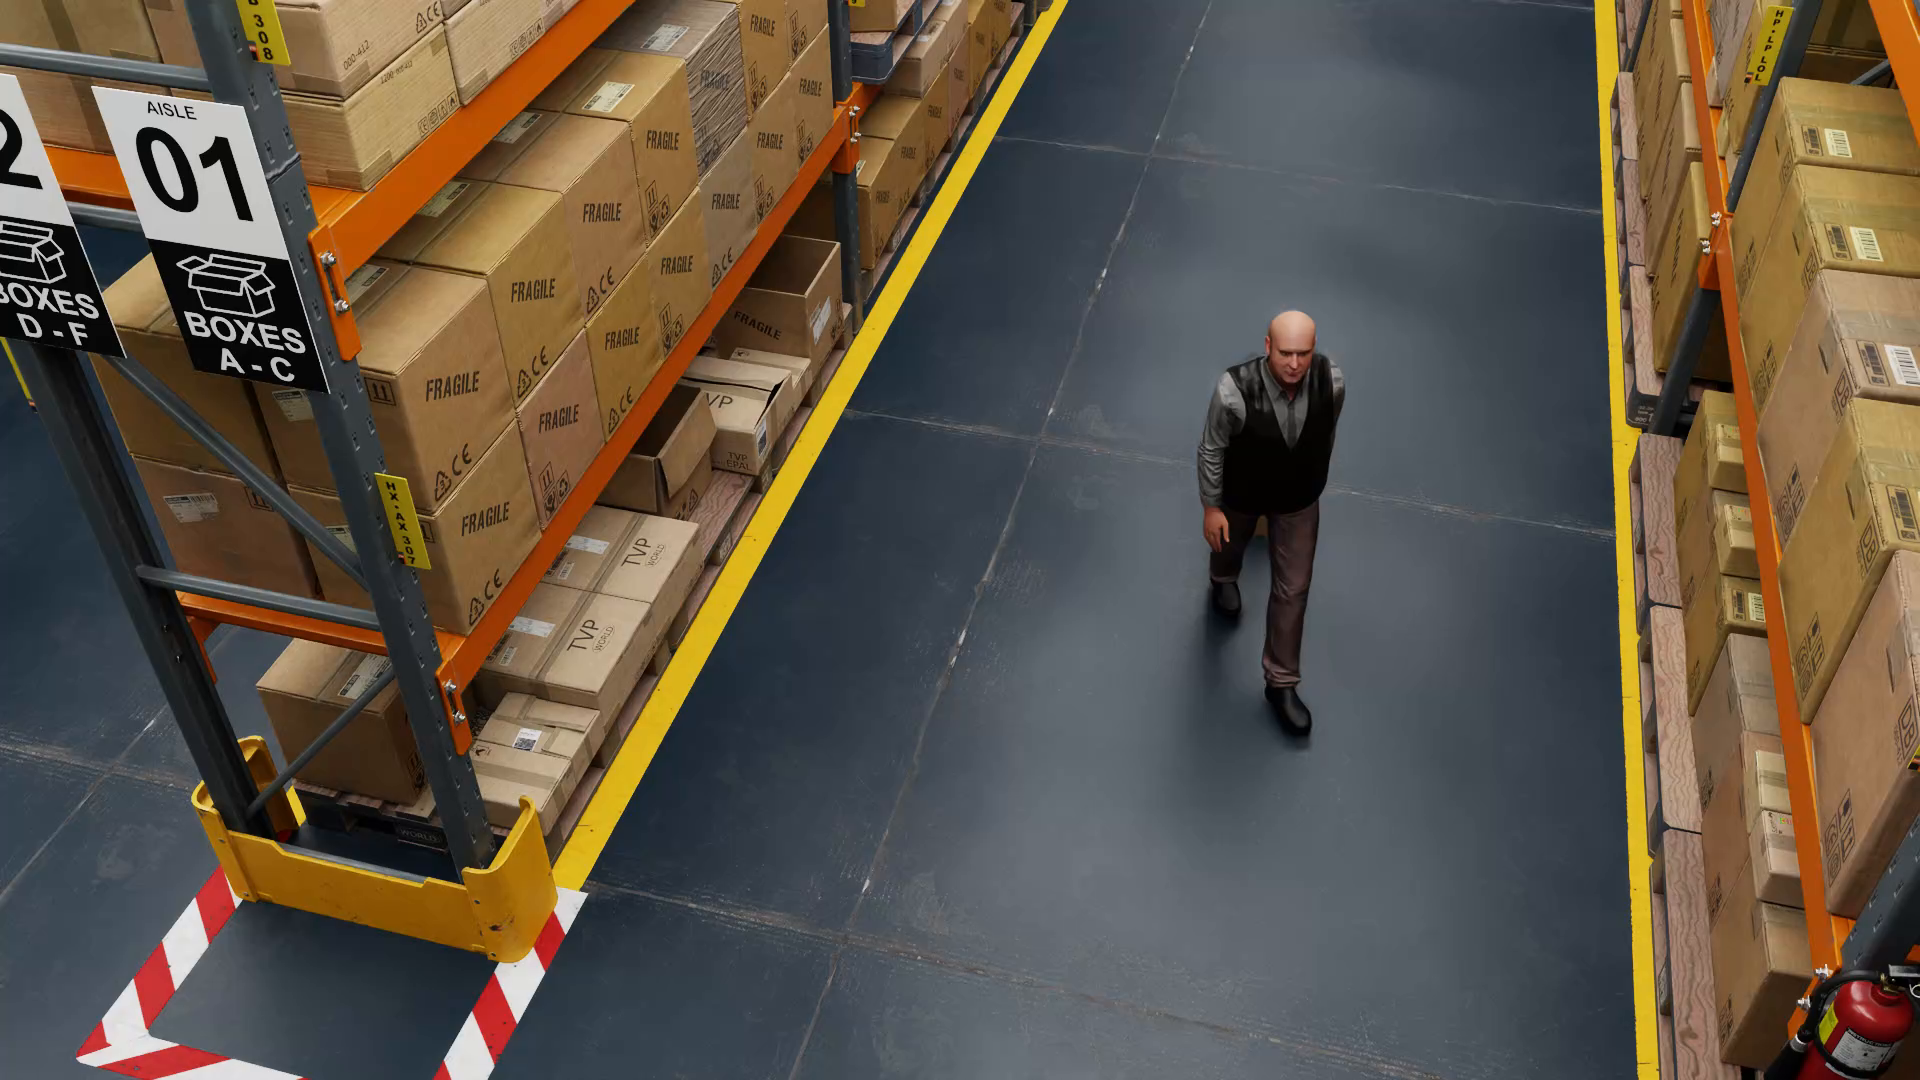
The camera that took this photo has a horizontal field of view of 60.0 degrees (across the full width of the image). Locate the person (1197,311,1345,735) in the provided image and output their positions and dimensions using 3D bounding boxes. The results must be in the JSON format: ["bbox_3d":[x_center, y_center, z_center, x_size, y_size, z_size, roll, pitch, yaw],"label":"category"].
[{"bbox_3d":[1.165,-0.166,6.357,0.563,1.655,0.996,-1,41,-1],"label":"person"}]
